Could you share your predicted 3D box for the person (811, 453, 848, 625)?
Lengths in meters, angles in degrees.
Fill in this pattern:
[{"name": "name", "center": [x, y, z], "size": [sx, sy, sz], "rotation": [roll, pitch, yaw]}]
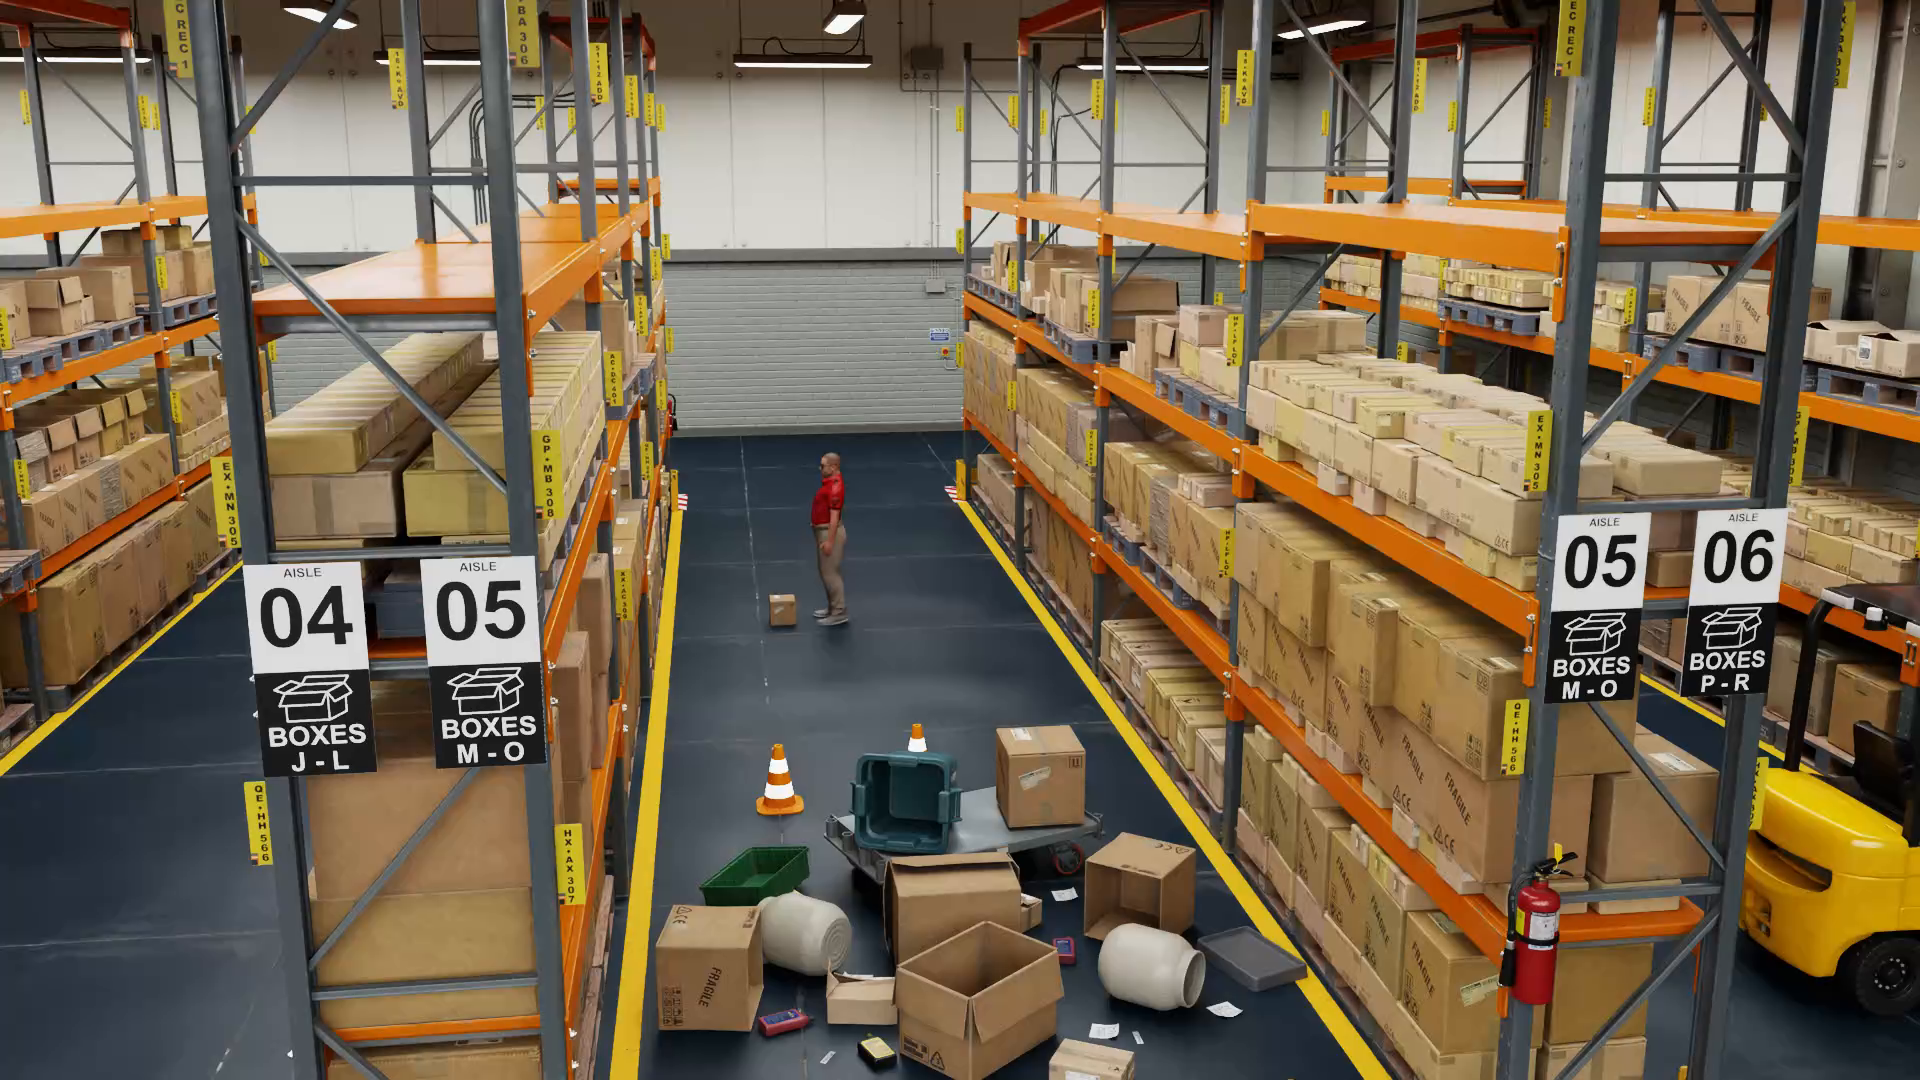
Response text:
[{"name": "person", "center": [-1.314, -0.018, 16.639], "size": [0.360, 1.733, 0.527], "rotation": [-2, 13, -7]}]
